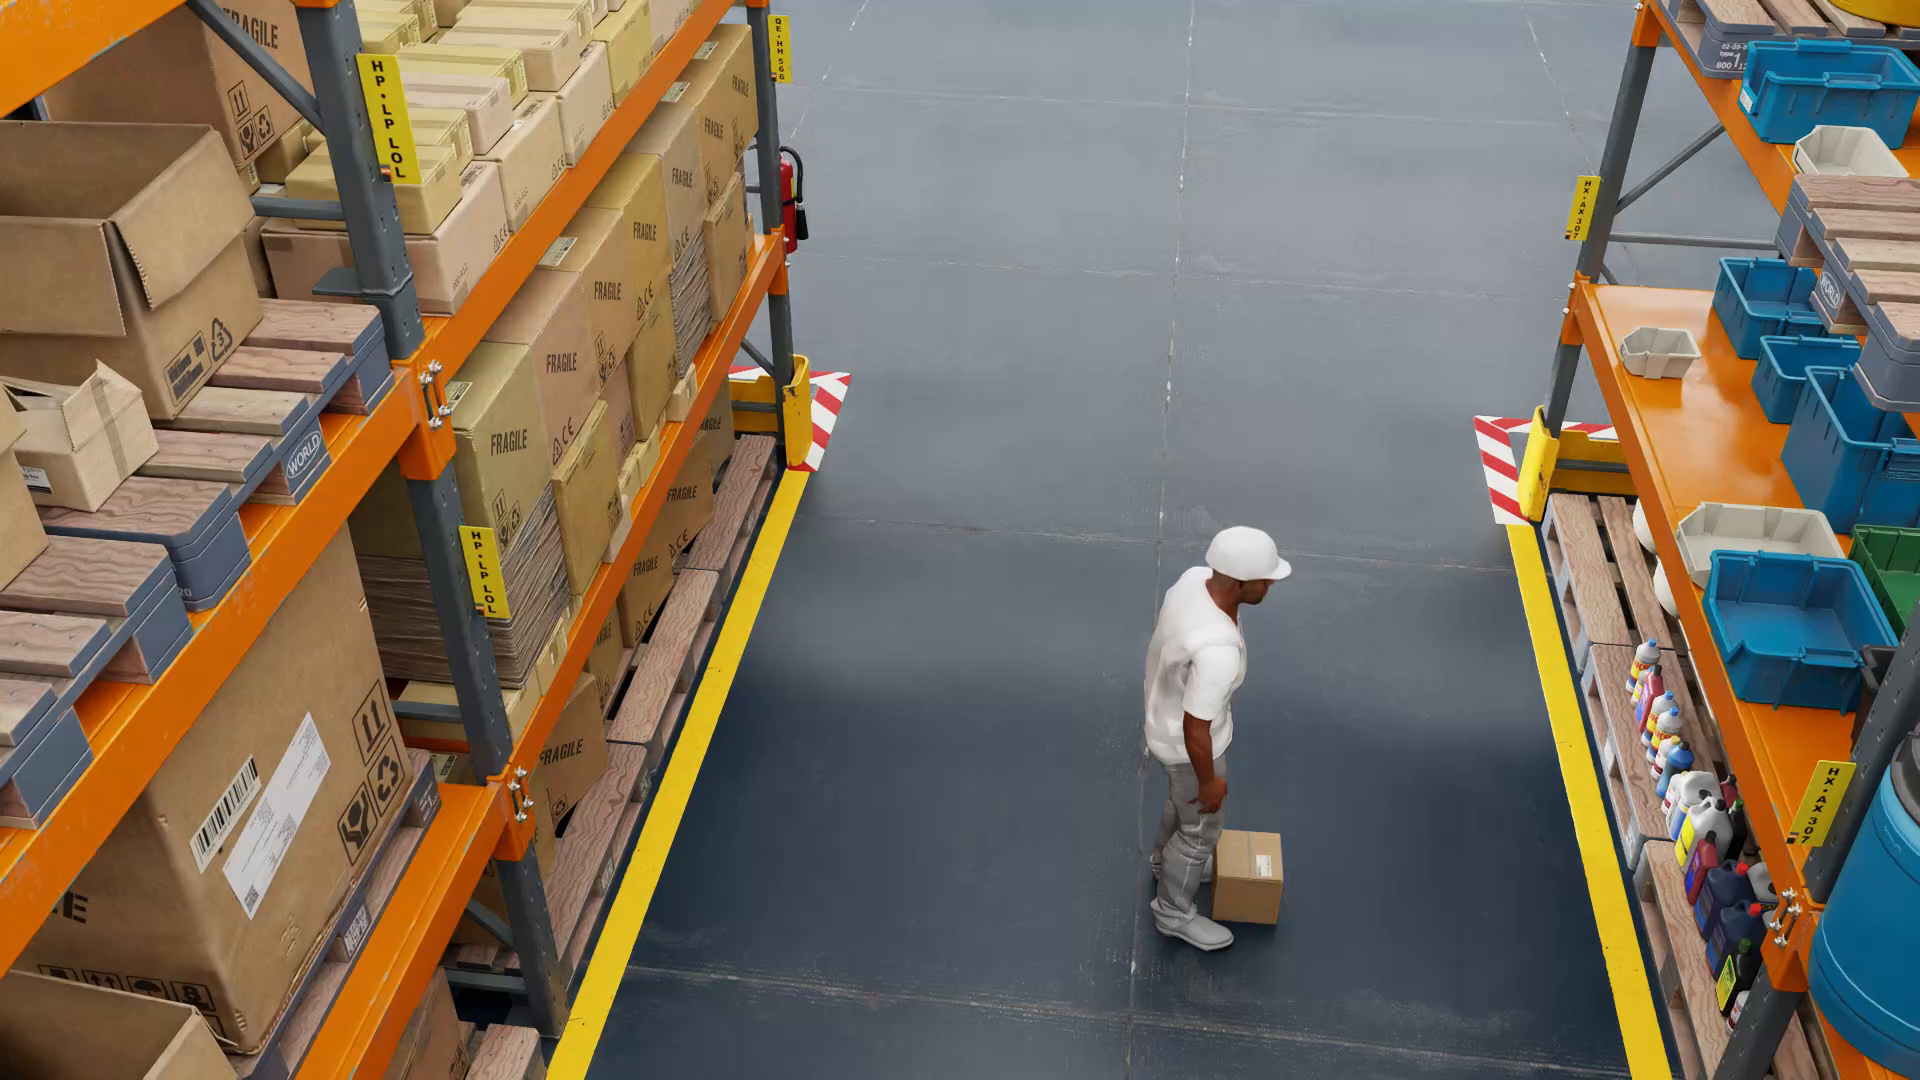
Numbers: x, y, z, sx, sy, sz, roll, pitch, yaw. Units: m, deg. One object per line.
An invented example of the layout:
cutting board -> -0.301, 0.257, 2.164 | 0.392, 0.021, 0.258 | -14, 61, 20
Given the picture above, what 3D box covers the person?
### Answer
person -> 0.891, 0.693, 6.070 | 0.463, 1.759, 0.627 | 3, 36, 4
